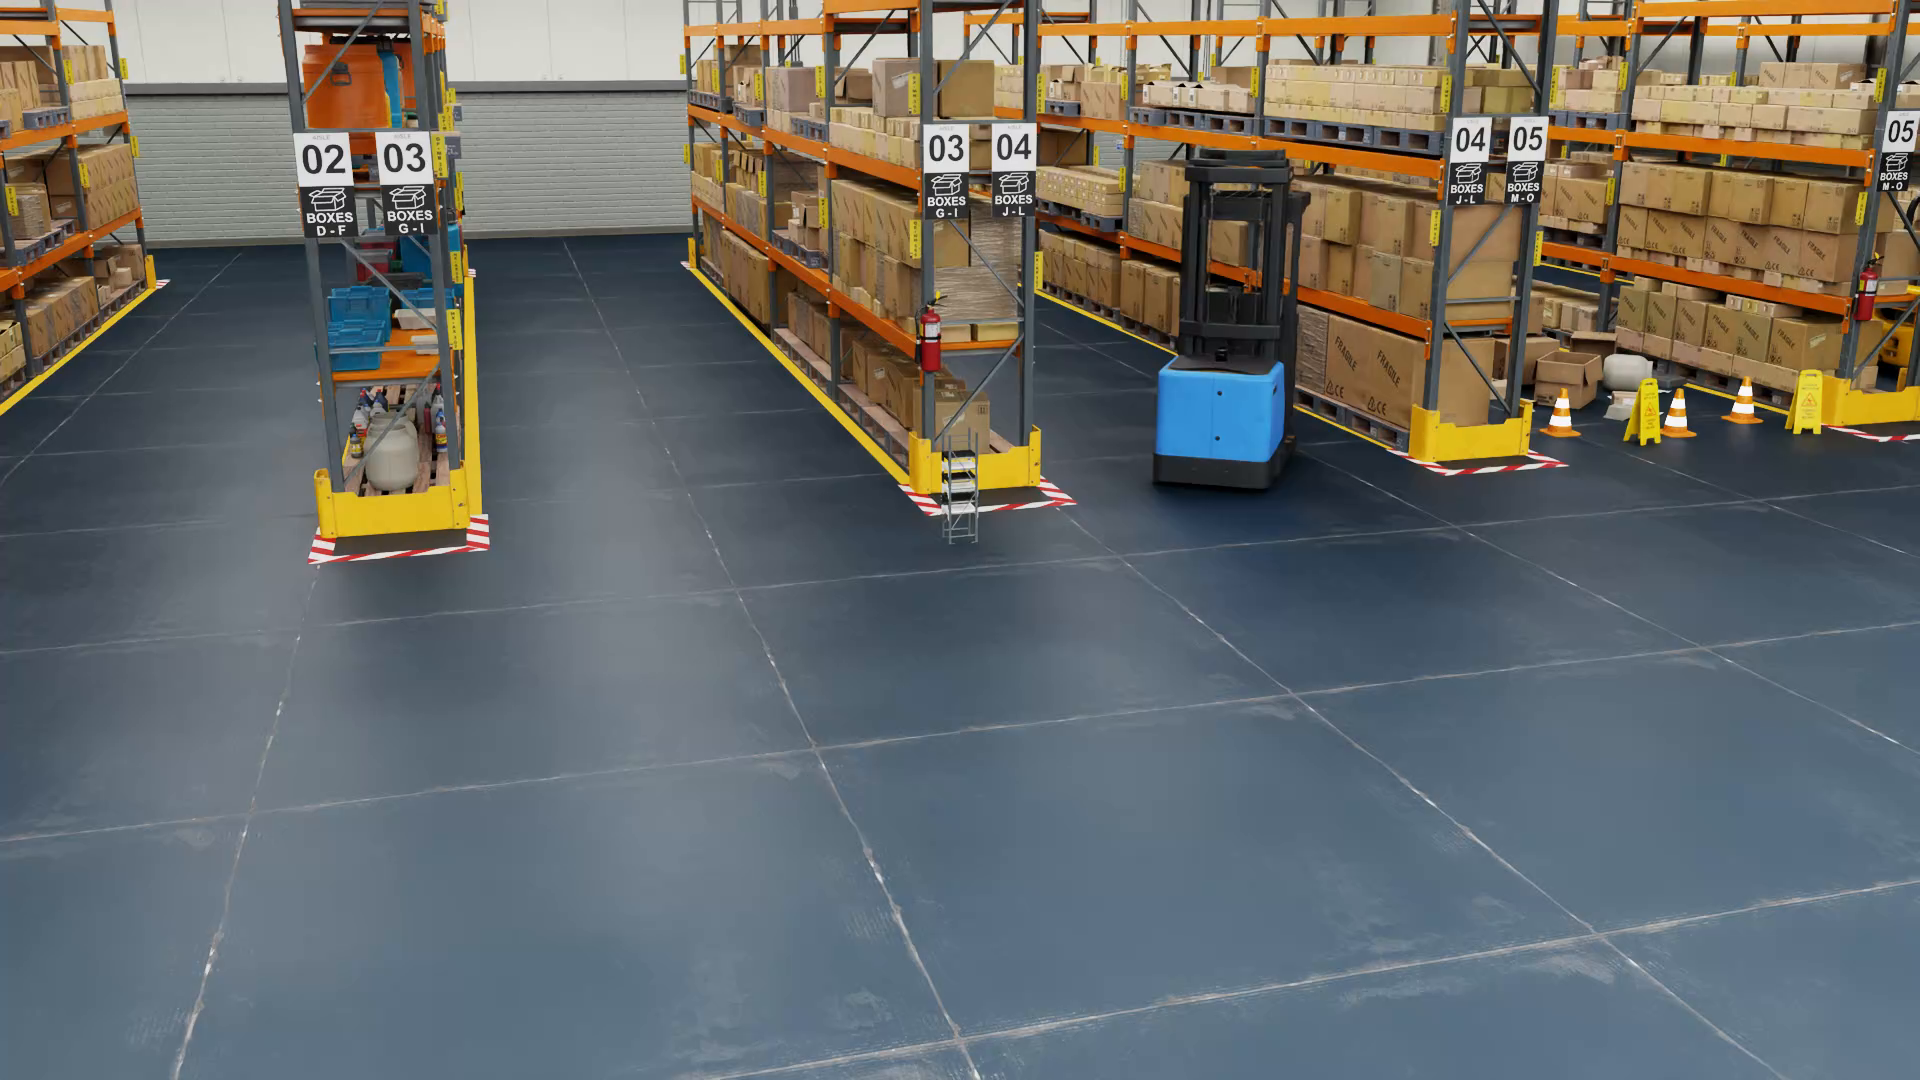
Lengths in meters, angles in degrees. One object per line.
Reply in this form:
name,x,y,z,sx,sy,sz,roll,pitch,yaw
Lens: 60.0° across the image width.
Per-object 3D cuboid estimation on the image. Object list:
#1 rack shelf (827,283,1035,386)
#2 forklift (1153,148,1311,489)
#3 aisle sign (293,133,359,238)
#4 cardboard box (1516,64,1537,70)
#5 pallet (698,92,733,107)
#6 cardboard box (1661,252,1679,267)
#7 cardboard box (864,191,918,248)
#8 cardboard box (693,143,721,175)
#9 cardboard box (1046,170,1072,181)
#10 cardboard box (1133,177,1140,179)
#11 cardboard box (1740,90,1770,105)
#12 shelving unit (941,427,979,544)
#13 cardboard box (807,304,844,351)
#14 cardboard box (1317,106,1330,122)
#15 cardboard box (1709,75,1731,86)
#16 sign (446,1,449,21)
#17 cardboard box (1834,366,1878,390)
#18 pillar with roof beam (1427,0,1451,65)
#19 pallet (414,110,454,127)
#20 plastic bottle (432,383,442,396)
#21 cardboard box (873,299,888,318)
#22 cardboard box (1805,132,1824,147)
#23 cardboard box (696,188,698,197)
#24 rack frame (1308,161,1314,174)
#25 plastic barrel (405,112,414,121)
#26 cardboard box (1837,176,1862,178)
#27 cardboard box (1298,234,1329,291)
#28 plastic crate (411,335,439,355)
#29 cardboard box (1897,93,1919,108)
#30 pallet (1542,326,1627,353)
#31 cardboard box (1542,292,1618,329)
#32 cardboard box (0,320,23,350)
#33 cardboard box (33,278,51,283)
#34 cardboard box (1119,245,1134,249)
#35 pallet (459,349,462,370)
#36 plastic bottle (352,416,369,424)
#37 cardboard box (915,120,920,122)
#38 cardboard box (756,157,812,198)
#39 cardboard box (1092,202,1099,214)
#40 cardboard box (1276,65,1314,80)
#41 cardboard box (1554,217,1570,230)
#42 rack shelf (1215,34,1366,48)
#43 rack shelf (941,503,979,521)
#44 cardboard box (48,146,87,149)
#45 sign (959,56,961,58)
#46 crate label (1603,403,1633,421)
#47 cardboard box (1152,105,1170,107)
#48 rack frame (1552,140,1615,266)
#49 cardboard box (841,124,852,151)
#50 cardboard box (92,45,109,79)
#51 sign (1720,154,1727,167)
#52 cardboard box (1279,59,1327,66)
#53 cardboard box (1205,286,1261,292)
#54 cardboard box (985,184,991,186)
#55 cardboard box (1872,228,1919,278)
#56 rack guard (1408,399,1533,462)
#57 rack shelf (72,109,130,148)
rack shelf,-0.393,-2.122,16.553,1.077,0.370,4.000,-5,17,-15
forklift,2.677,-2.241,15.818,1.130,2.935,3.031,5,17,17
aisle sign,-4.871,-2.723,12.785,0.394,0.787,0.004,-5,17,-15
cardboard box,10.510,-8.557,30.387,0.500,0.250,0.500,-4,17,-14
pallet,-3.687,-7.191,27.116,1.003,0.211,1.213,-5,17,-15
cardboard box,8.620,-3.362,19.868,0.380,0.149,0.250,-4,17,-14
cardboard box,-0.639,-3.130,16.231,0.500,0.500,0.500,-5,17,-15
cardboard box,-4.230,-6.476,28.239,0.500,0.500,0.500,-5,17,-17
cardboard box,1.539,-5.600,25.554,0.380,0.149,0.250,-5,17,-16
cardboard box,2.603,-5.215,24.271,0.380,0.149,0.250,-5,18,-18
cardboard box,8.855,-4.887,18.343,0.380,0.149,0.250,-4,17,-14
shelving unit,-0.002,-0.433,13.330,0.258,0.900,0.210,-5,17,-15
cardboard box,-1.511,-2.647,20.631,0.700,0.500,0.500,-3,17,-11
cardboard box,3.980,-4.469,17.436,0.380,0.149,0.250,-5,17,-15
cardboard box,11.909,-7.154,25.891,0.380,0.149,0.250,-5,18,-17
sign,-8.478,-8.714,27.381,0.100,0.325,0.005,-5,17,-15
cardboard box,9.730,-1.826,18.367,0.500,0.250,0.500,-5,17,-16
pillar with roof beam,6.046,-10.866,33.983,9.100,9.000,0.400,-5,17,-15
pallet,-6.920,-5.300,20.996,1.003,0.211,1.213,-5,17,-15
plastic bottle,-5.250,-1.415,16.788,0.144,0.351,0.185,-5,17,-17
cardboard box,-0.633,-2.262,16.205,0.380,0.149,0.250,-5,17,-15
cardboard box,9.178,-4.232,17.550,0.380,0.149,0.250,-4,17,-14
cardboard box,-4.317,-5.953,28.492,0.380,0.149,0.250,-5,17,-17
rack frame,6.388,-6.016,28.266,1.000,3.000,0.127,-5,17,-15
plastic barrel,-6.687,-5.033,20.048,0.294,0.245,0.294,0,17,0
cardboard box,13.015,-5.244,24.396,0.380,0.149,0.250,-5,17,-16
cardboard box,4.176,-3.046,18.116,0.875,0.550,0.550,-5,17,-15
plastic crate,-4.542,-1.668,14.251,0.298,0.136,0.250,-5,17,-15
cardboard box,9.784,-4.509,17.087,0.380,0.149,0.250,-5,17,-16
pallet,8.371,-2.683,22.017,1.003,0.211,1.213,-5,17,-15
cardboard box,8.239,-3.089,22.360,0.950,0.372,0.625,-4,17,-12
cardboard box,-11.187,-2.371,19.207,0.500,0.311,0.500,-4,17,-14
cardboard box,-12.768,-3.311,22.841,0.500,0.500,0.500,-6,18,-18
cardboard box,2.659,-4.204,24.544,0.500,0.250,0.500,-5,17,-16
pallet,-6.628,-2.182,20.348,1.003,0.211,1.213,-5,17,-15
plastic bottle,-5.612,-1.012,15.575,0.152,0.276,0.135,-5,17,-17
cardboard box,-0.178,-3.602,14.584,0.380,0.149,0.250,-5,18,-17
cardboard box,-2.403,-5.038,23.094,0.797,0.503,0.637,-4,17,-14
cardboard box,2.111,-4.740,23.725,0.380,0.149,0.250,-5,17,-15
cardboard box,3.699,-5.133,18.259,0.380,0.149,0.250,-5,17,-16
cardboard box,8.019,-4.147,21.752,0.380,0.149,0.250,-5,17,-16
rack shelf,5.838,-8.906,29.406,1.077,0.370,4.000,-5,17,-15
rack shelf,-0.002,-0.229,13.391,0.258,0.077,0.200,-5,17,-15
cardboard box,-13.747,-5.796,25.622,0.500,0.500,0.500,-5,17,-15
sign,0.035,-8.515,29.853,0.100,0.325,0.005,-5,17,-15
crate label,7.078,-1.373,17.786,0.298,0.136,0.250,16,23,42
cardboard box,2.854,-6.154,23.337,0.500,0.500,0.500,-5,17,-15
rack frame,11.159,-6.410,29.576,1.000,3.000,0.127,-5,17,-15
cardboard box,-0.914,-4.094,16.913,0.500,0.250,0.500,-5,17,-16
cardboard box,-13.609,-7.379,25.679,0.700,0.500,0.500,-5,17,-15
sign,11.739,-5.774,25.586,0.100,0.325,0.005,-5,17,-15
cardboard box,5.986,-8.122,28.978,0.797,0.503,0.637,-3,17,-11
cardboard box,3.598,-2.672,20.314,1.050,0.750,0.750,-5,17,-16
cardboard box,0.709,-6.465,29.070,0.500,0.500,0.500,-4,17,-15
cardboard box,9.822,-3.040,17.668,0.500,0.500,0.500,-5,17,-16
rack guard,4.961,-1.074,16.157,1.175,0.500,0.348,-5,17,-15
rack shelf,-13.216,-6.096,24.567,1.077,0.370,4.000,-5,17,-15
